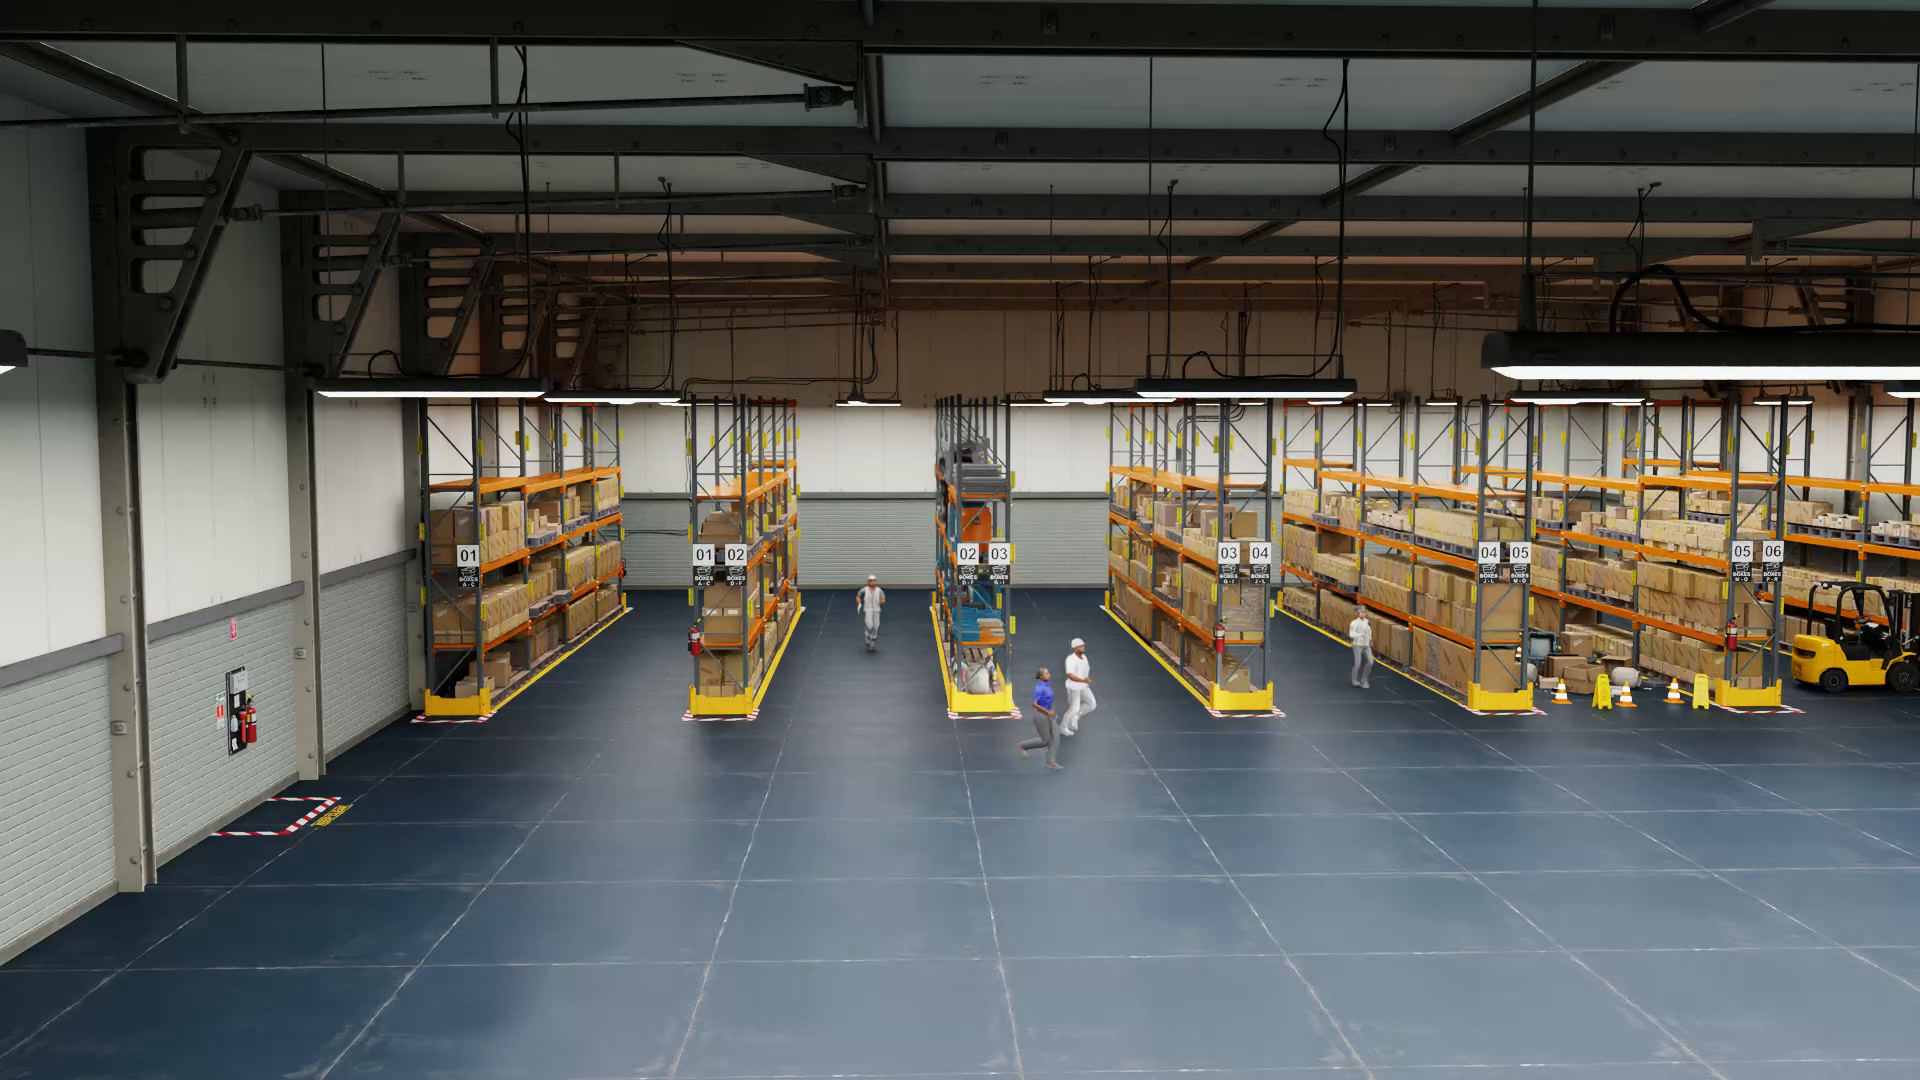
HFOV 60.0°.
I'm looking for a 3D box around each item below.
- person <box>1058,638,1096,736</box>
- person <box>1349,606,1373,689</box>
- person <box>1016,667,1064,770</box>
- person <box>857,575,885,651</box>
[{"bbox_3d":[2.090,2.567,29.080,0.745,1.717,0.728,3,6,35],"label":"person"},{"bbox_3d":[8.256,2.203,34.096,0.592,1.729,0.659,-1,5,-13],"label":"person"},{"bbox_3d":[1.299,2.840,26.537,0.768,1.640,0.588,2,5,22],"label":"person"},{"bbox_3d":[-2.085,1.730,39.387,0.641,1.785,0.701,-1,5,-15],"label":"person"}]
